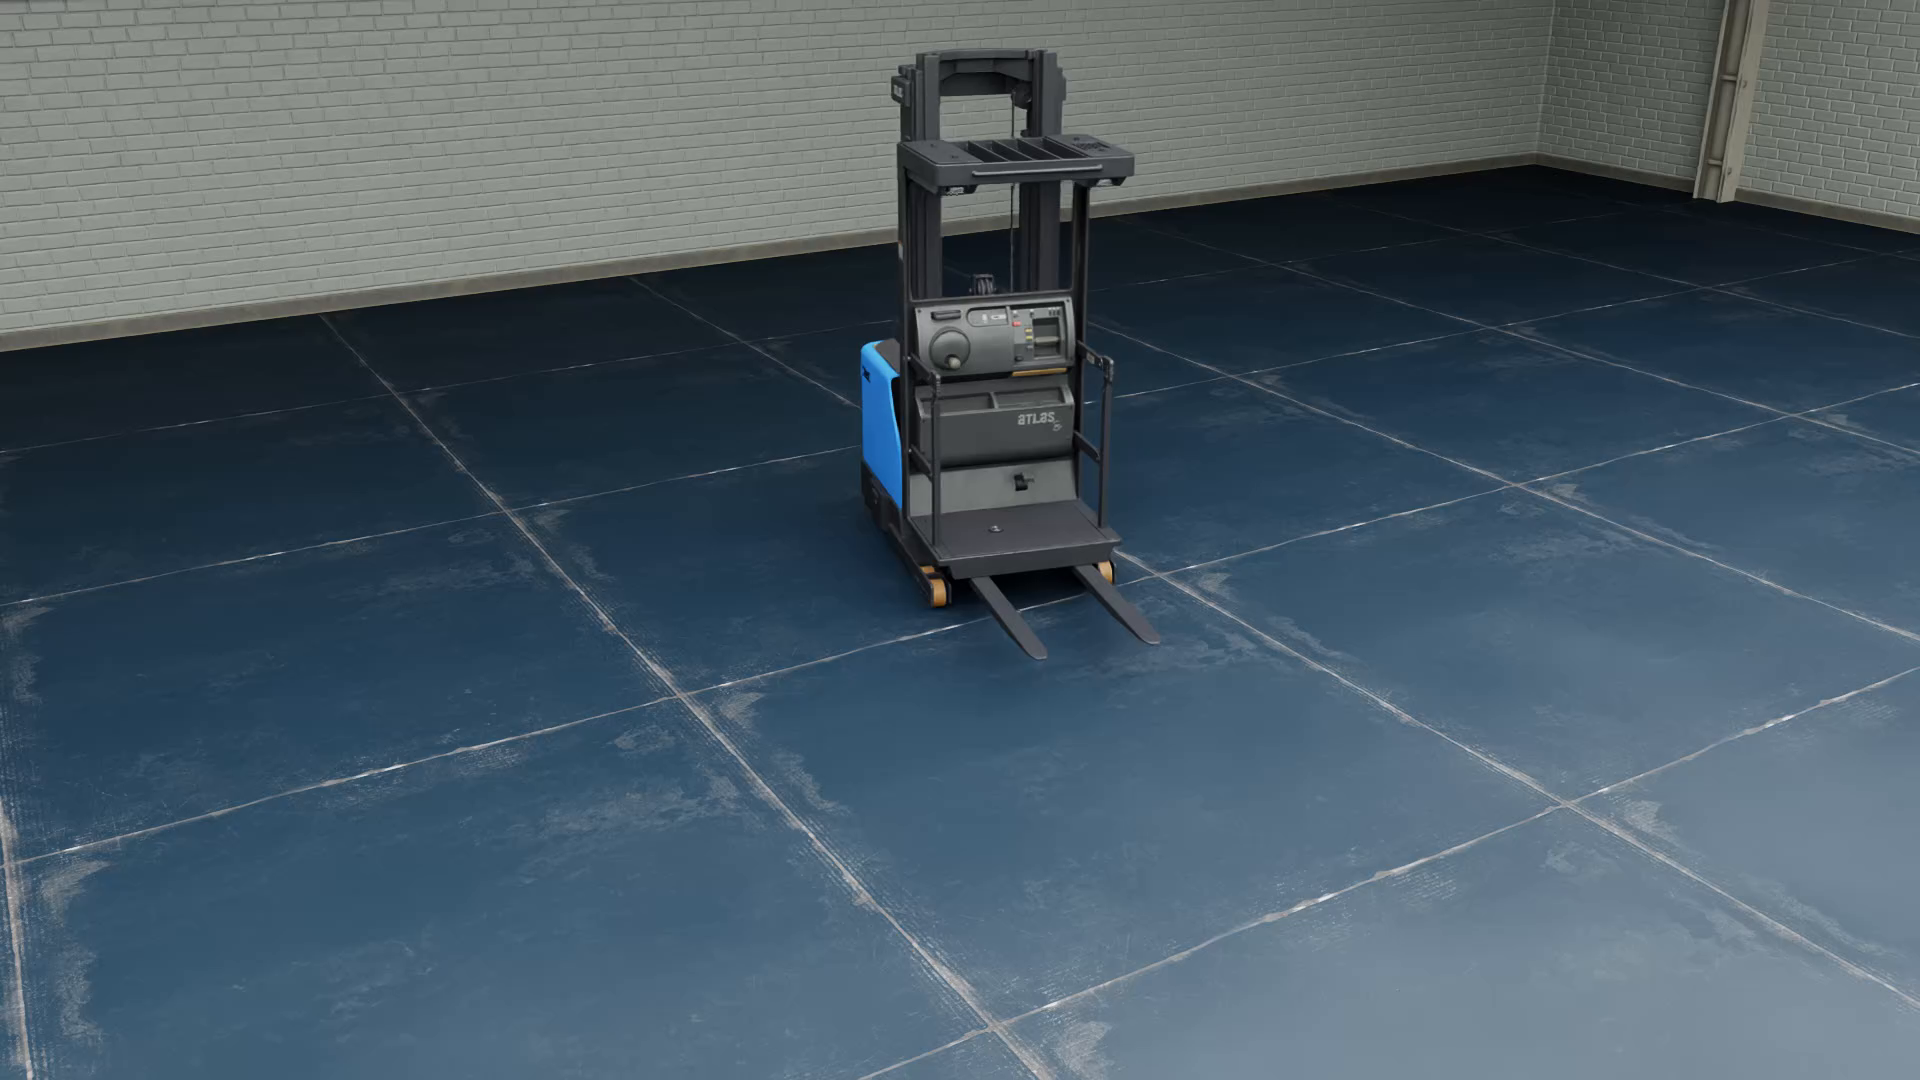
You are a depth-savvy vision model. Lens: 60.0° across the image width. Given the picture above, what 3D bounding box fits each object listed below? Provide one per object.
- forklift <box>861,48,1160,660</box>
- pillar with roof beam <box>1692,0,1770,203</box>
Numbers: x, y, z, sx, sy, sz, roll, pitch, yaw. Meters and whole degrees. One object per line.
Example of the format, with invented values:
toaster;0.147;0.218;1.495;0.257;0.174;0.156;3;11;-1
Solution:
forklift;0.265;-1.142;9.228;1.130;2.935;3.031;-6;23;-15
pillar with roof beam;5.735;-7.611;17.085;9.100;9.000;0.400;-13;25;-28
